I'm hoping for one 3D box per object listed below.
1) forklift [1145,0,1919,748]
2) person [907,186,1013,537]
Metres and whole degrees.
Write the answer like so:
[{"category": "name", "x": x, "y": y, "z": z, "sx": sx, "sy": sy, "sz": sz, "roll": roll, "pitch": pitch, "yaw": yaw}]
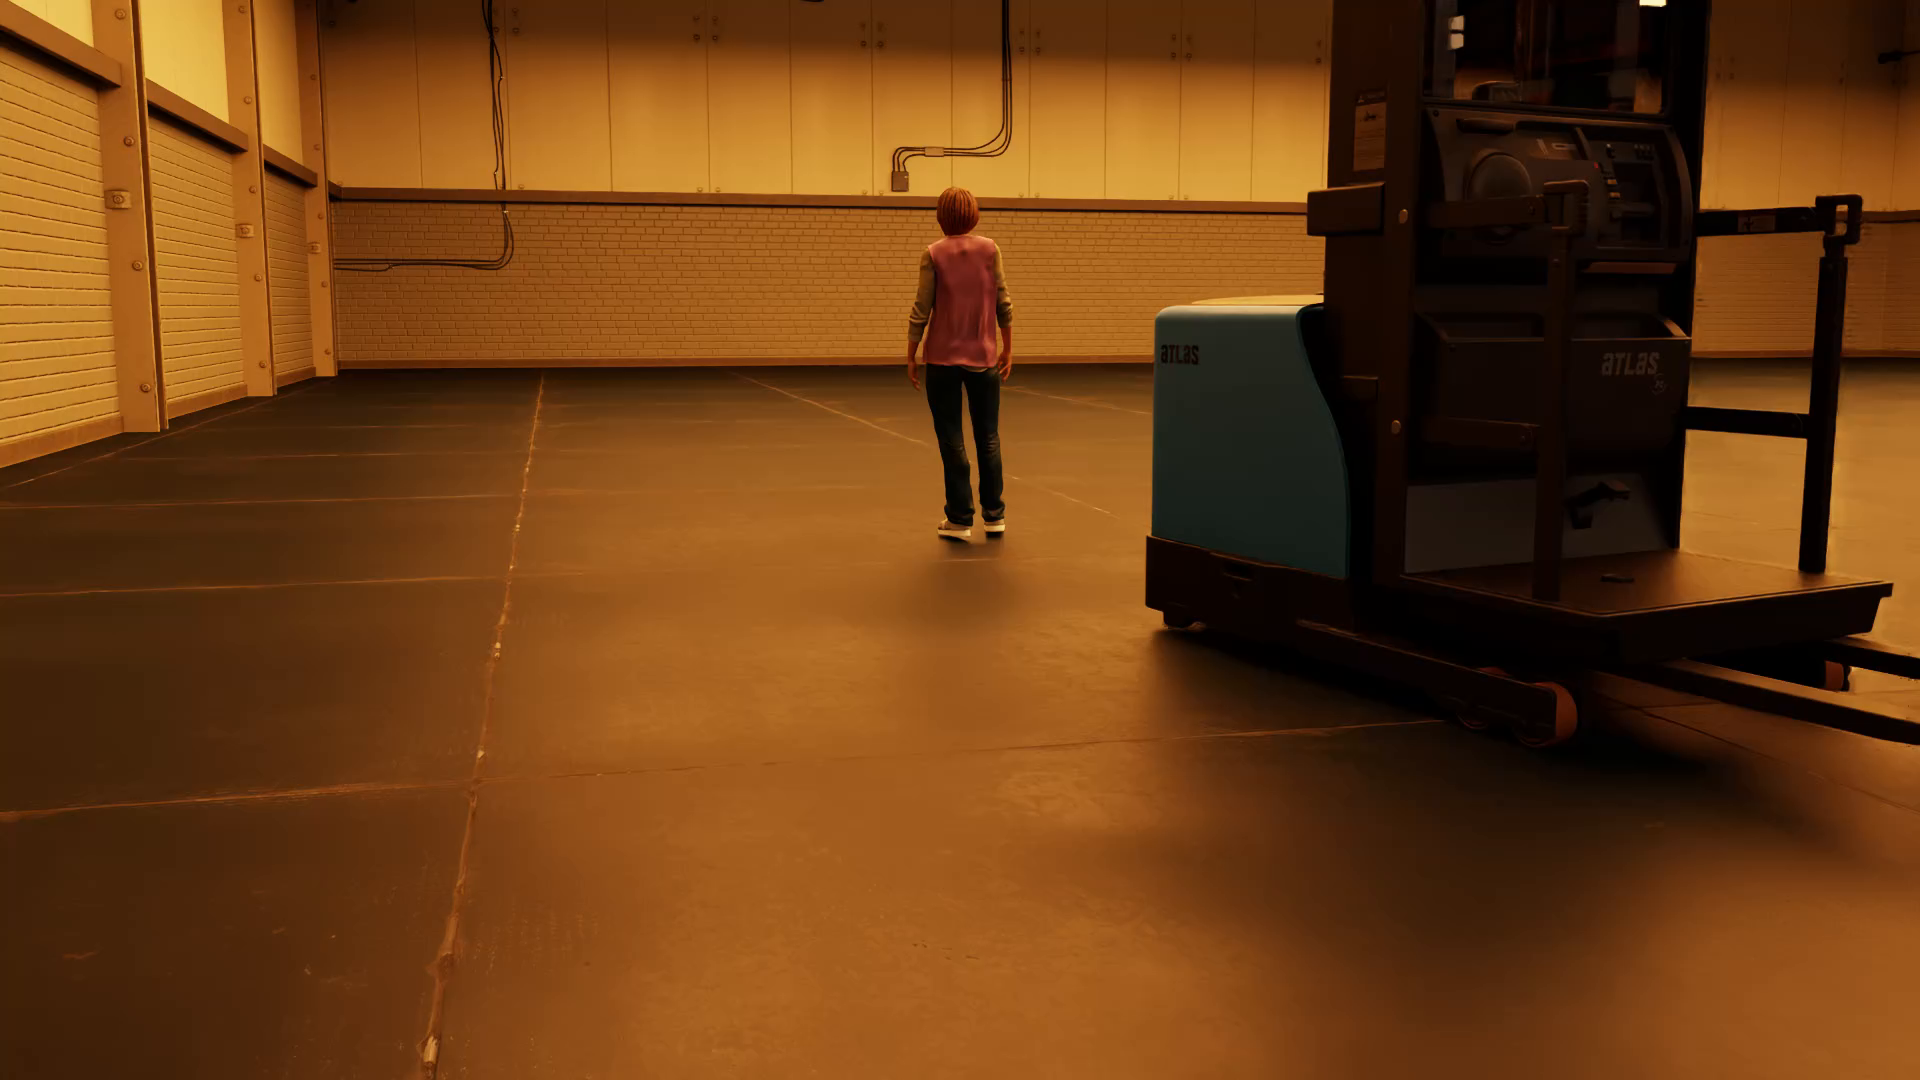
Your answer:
[{"category": "forklift", "x": 1.747, "y": -1.011, "z": 4.363, "sx": 1.130, "sy": 2.935, "sz": 3.031, "roll": -4, "pitch": 9, "yaw": -27}, {"category": "person", "x": -0.004, "y": -0.809, "z": 7.671, "sx": 0.520, "sy": 1.599, "sz": 0.473, "roll": -2, "pitch": 8, "yaw": -13}]
